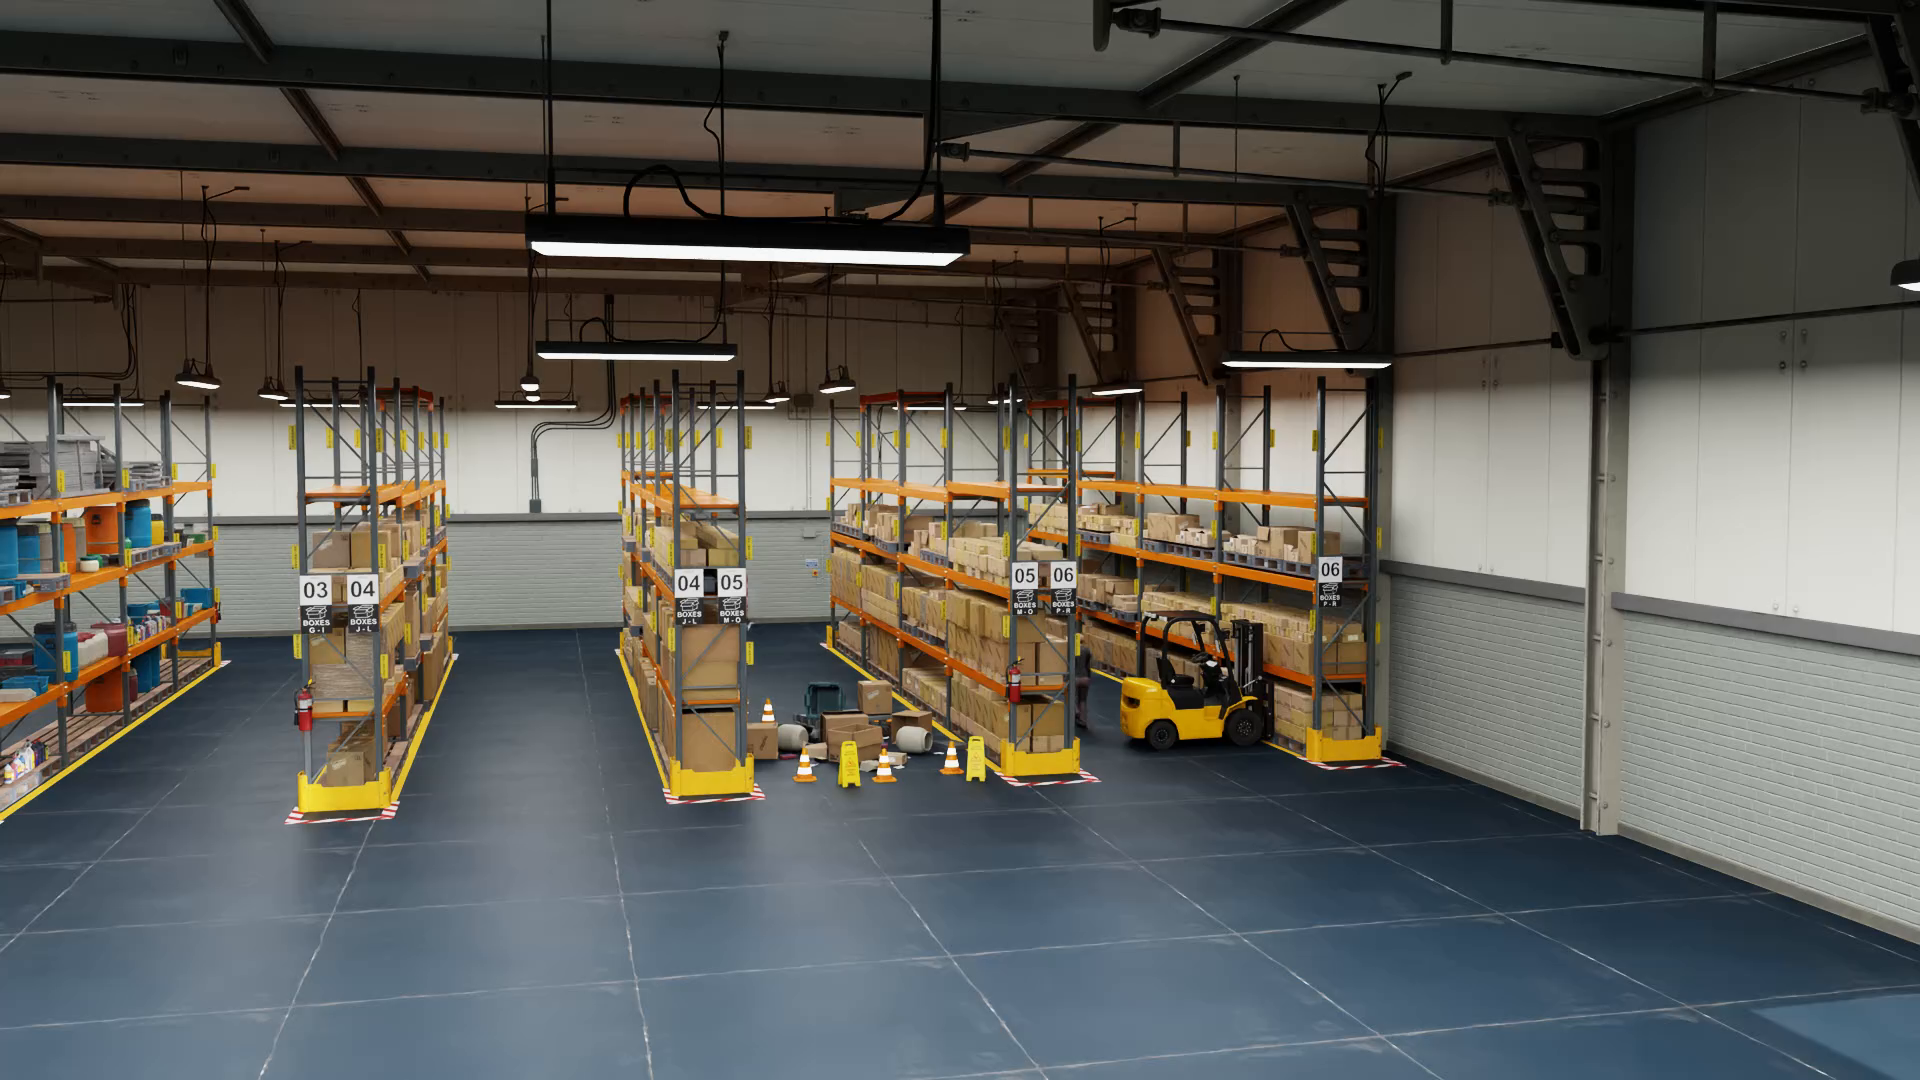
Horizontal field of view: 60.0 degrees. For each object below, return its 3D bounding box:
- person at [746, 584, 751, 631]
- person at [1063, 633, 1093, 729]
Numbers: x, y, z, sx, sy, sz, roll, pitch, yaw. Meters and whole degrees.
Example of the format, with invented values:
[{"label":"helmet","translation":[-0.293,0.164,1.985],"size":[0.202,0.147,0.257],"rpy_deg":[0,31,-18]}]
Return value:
[{"label":"person","translation":[-5.593,1.649,42.681],"size":[0.659,1.576,0.411],"rpy_deg":[-3,5,-43]},{"label":"person","translation":[2.058,2.452,29.212],"size":[0.615,1.627,0.753],"rpy_deg":[-1,3,-12]}]
